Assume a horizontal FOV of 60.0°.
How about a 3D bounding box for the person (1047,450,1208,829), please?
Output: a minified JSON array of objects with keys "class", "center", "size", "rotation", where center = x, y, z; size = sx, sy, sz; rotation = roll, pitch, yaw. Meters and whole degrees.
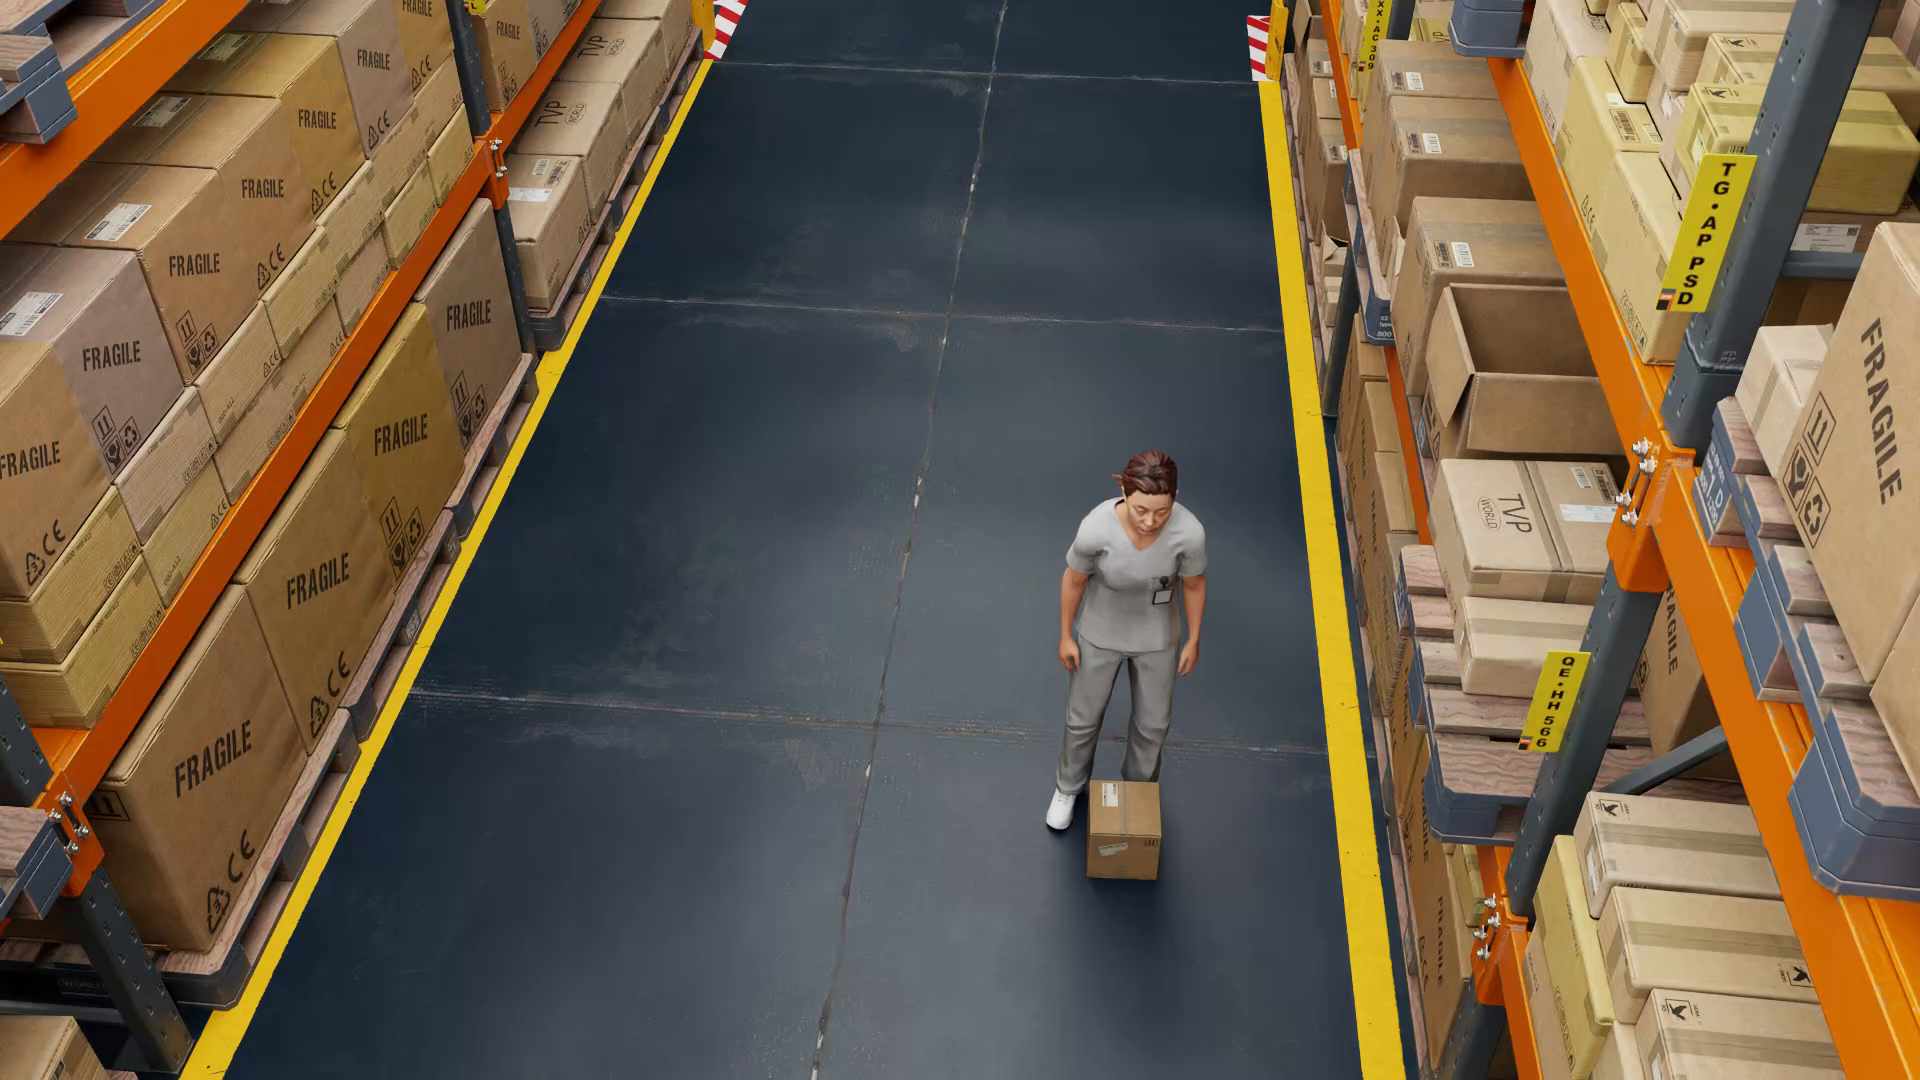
[{"class":"person","center":[0.581,0.346,5.749],"size":[0.504,1.673,0.352],"rotation":[2,40,2]}]
